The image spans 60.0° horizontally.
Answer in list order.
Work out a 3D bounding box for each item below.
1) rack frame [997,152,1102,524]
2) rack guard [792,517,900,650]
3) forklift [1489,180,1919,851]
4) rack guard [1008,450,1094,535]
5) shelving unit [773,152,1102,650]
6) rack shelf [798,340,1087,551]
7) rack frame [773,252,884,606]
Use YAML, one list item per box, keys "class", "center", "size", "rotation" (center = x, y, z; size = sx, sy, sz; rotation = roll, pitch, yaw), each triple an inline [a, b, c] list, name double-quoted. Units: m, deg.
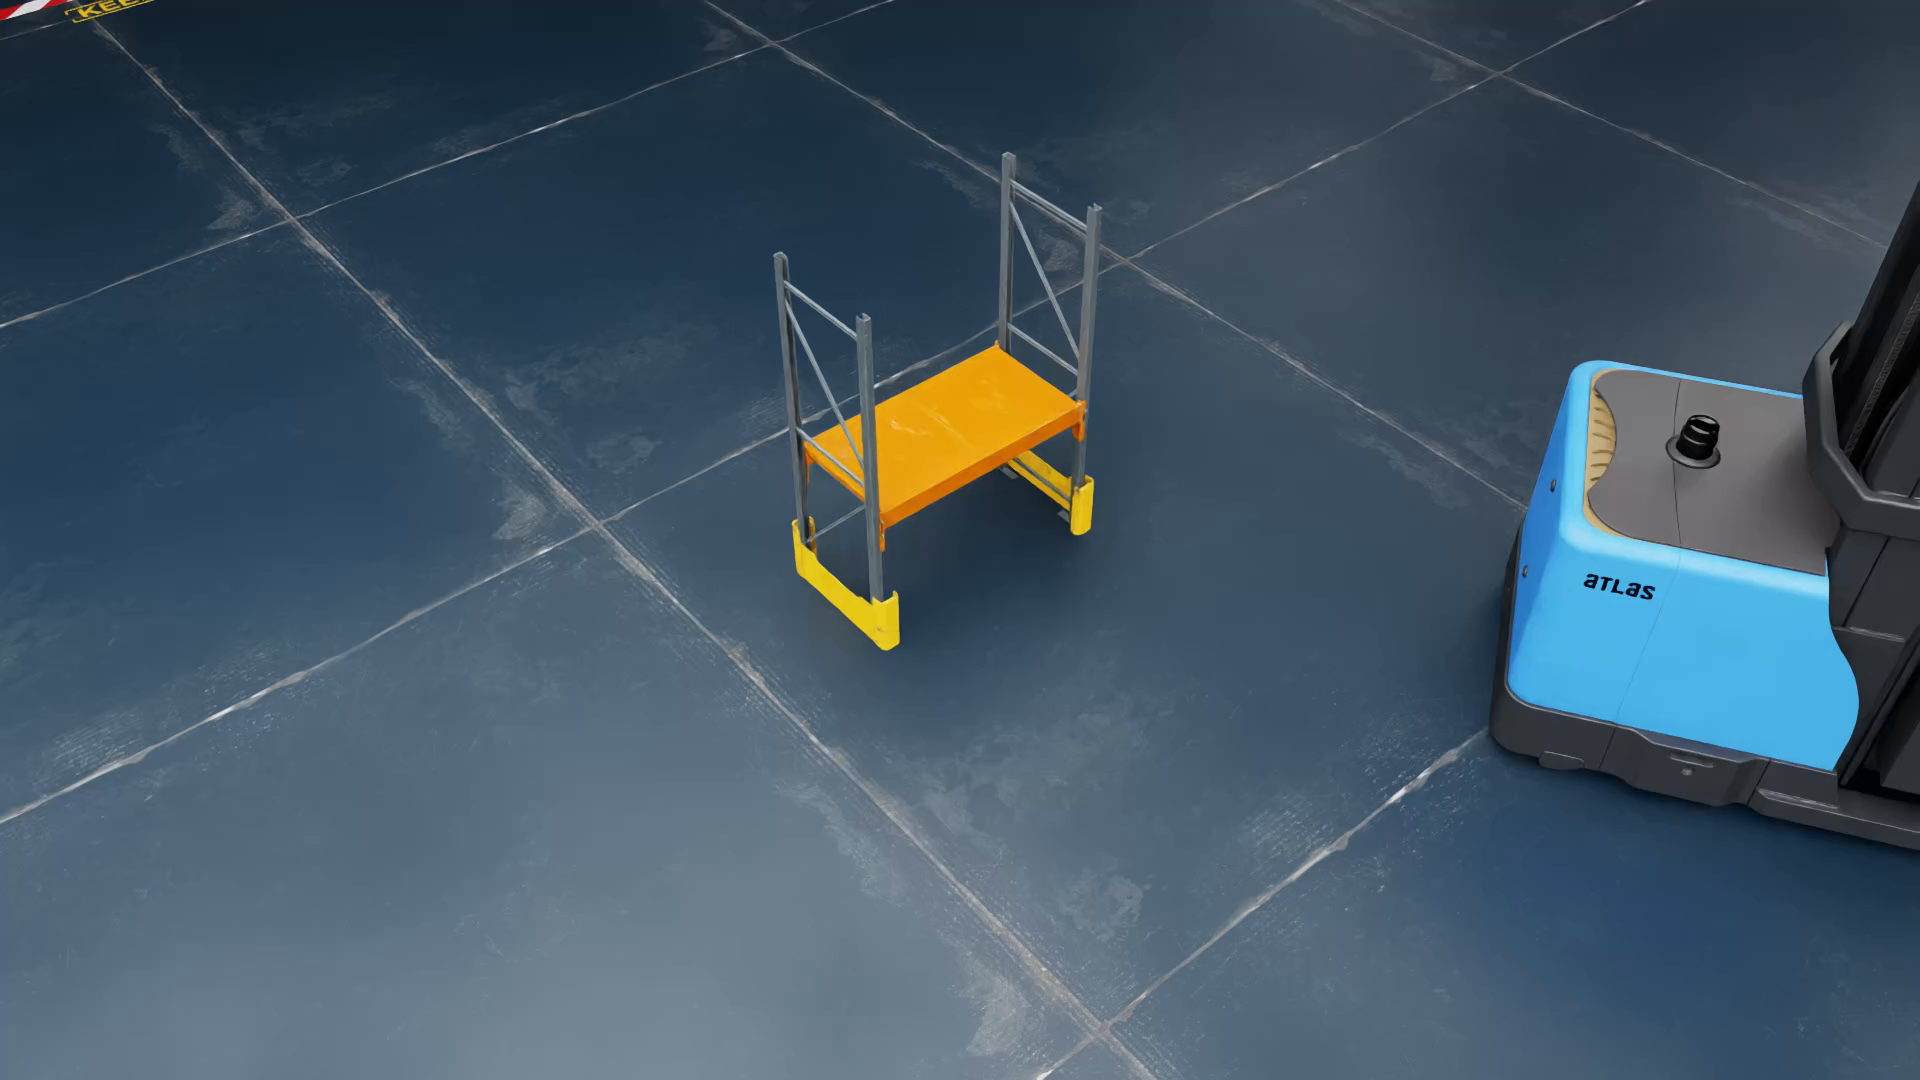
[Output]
- class: "rack frame"
  center: [0.324, -0.733, 6.434]
  size: [0.032, 1.500, 0.500]
  rotation: [-30, 51, -28]
- class: "rack guard"
  center: [-0.440, 0.161, 6.396]
  size: [0.087, 0.250, 0.587]
  rotation: [-30, 51, -28]
- class: "forklift"
  center: [3.462, -0.319, 4.949]
  size: [3.031, 2.935, 1.130]
  rotation: [12, 45, 13]
- class: "rack guard"
  center: [0.324, -0.276, 6.862]
  size: [0.087, 0.250, 0.587]
  rotation: [-30, 51, -28]
- class: "shelving unit"
  center: [-0.058, -0.513, 6.201]
  size: [1.083, 1.500, 0.587]
  rotation: [-30, 51, -28]
- class: "rack shelf"
  center: [-0.065, -0.378, 6.320]
  size: [1.000, 0.185, 0.538]
  rotation: [-30, 51, -28]
- class: "rack frame"
  center: [-0.455, -0.286, 5.959]
  size: [0.032, 1.500, 0.500]
  rotation: [-30, 51, -28]
